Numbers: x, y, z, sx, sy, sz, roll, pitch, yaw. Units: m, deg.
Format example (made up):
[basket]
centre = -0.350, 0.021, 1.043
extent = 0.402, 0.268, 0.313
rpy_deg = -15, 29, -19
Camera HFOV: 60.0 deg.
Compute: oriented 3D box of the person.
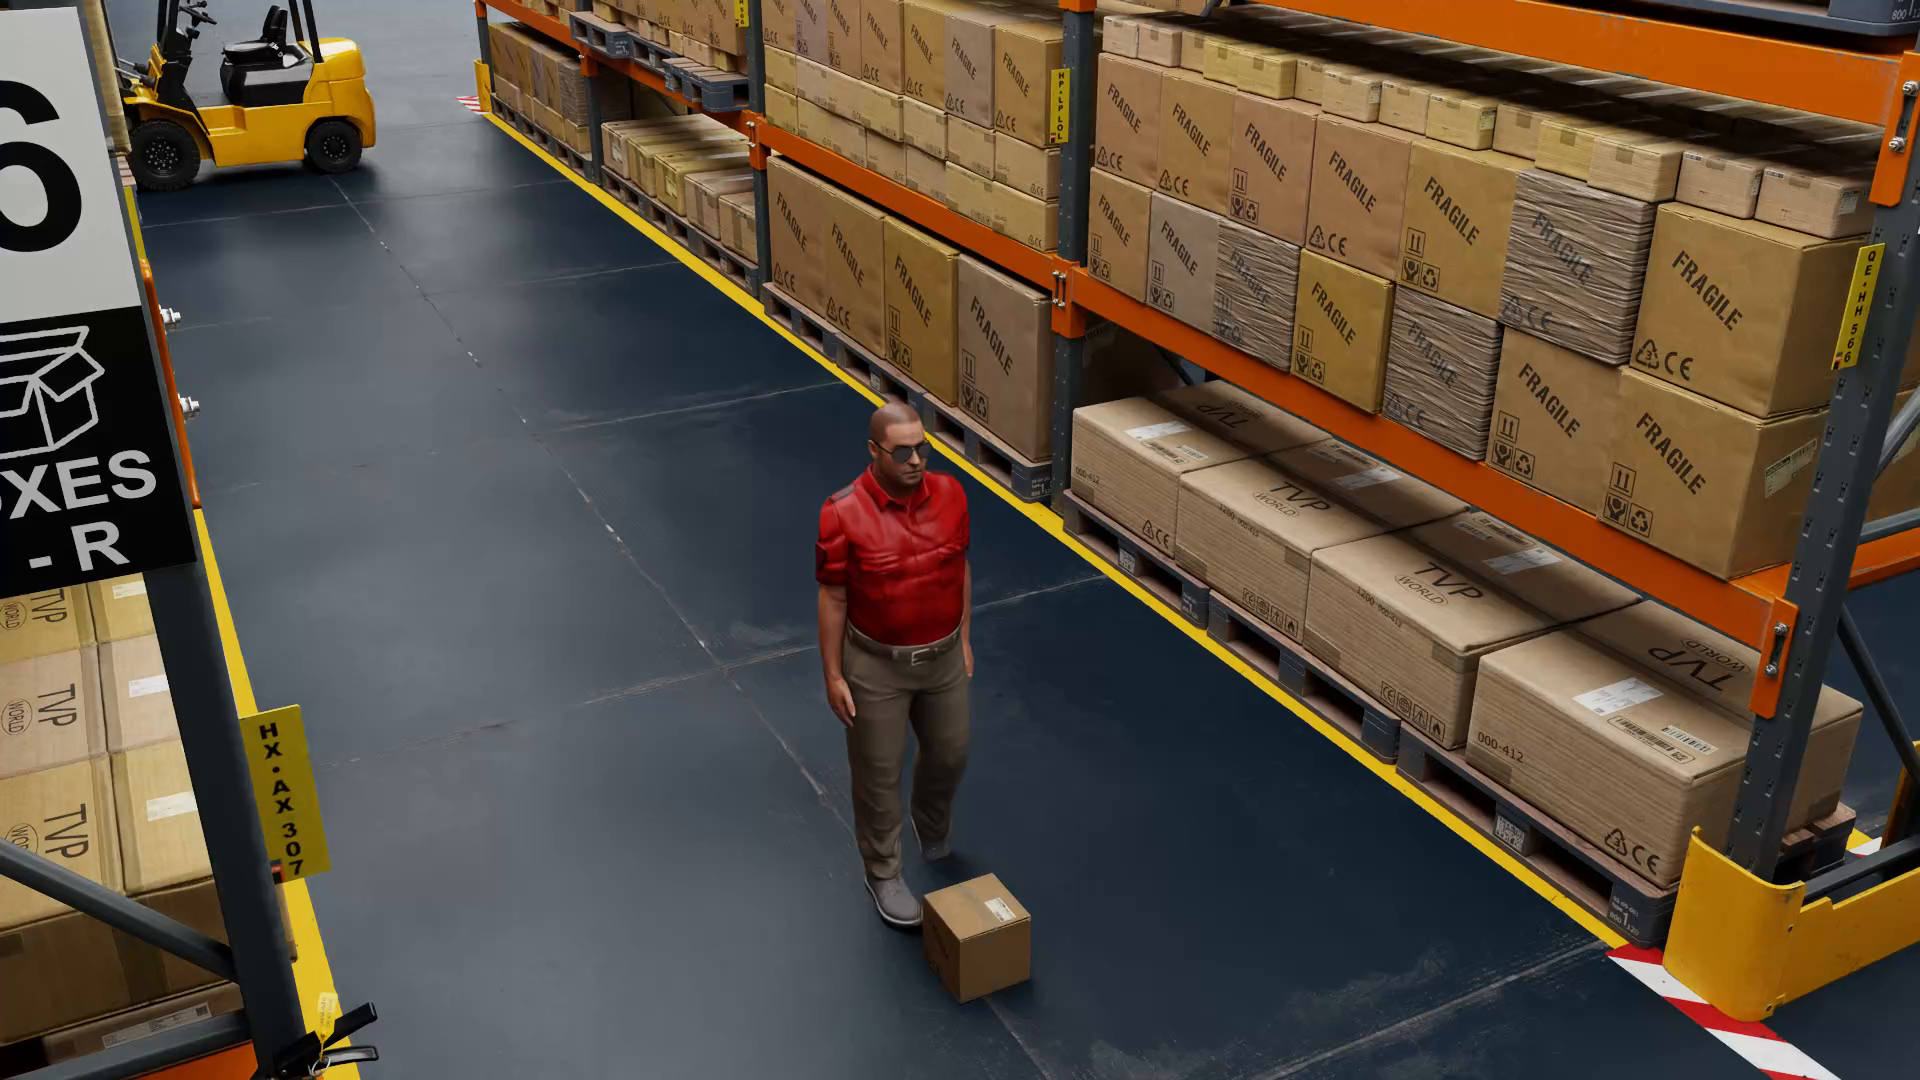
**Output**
[person]
centre = -0.182, 0.425, 5.324
extent = 0.546, 1.806, 0.504
rpy_deg = -13, 28, -25
